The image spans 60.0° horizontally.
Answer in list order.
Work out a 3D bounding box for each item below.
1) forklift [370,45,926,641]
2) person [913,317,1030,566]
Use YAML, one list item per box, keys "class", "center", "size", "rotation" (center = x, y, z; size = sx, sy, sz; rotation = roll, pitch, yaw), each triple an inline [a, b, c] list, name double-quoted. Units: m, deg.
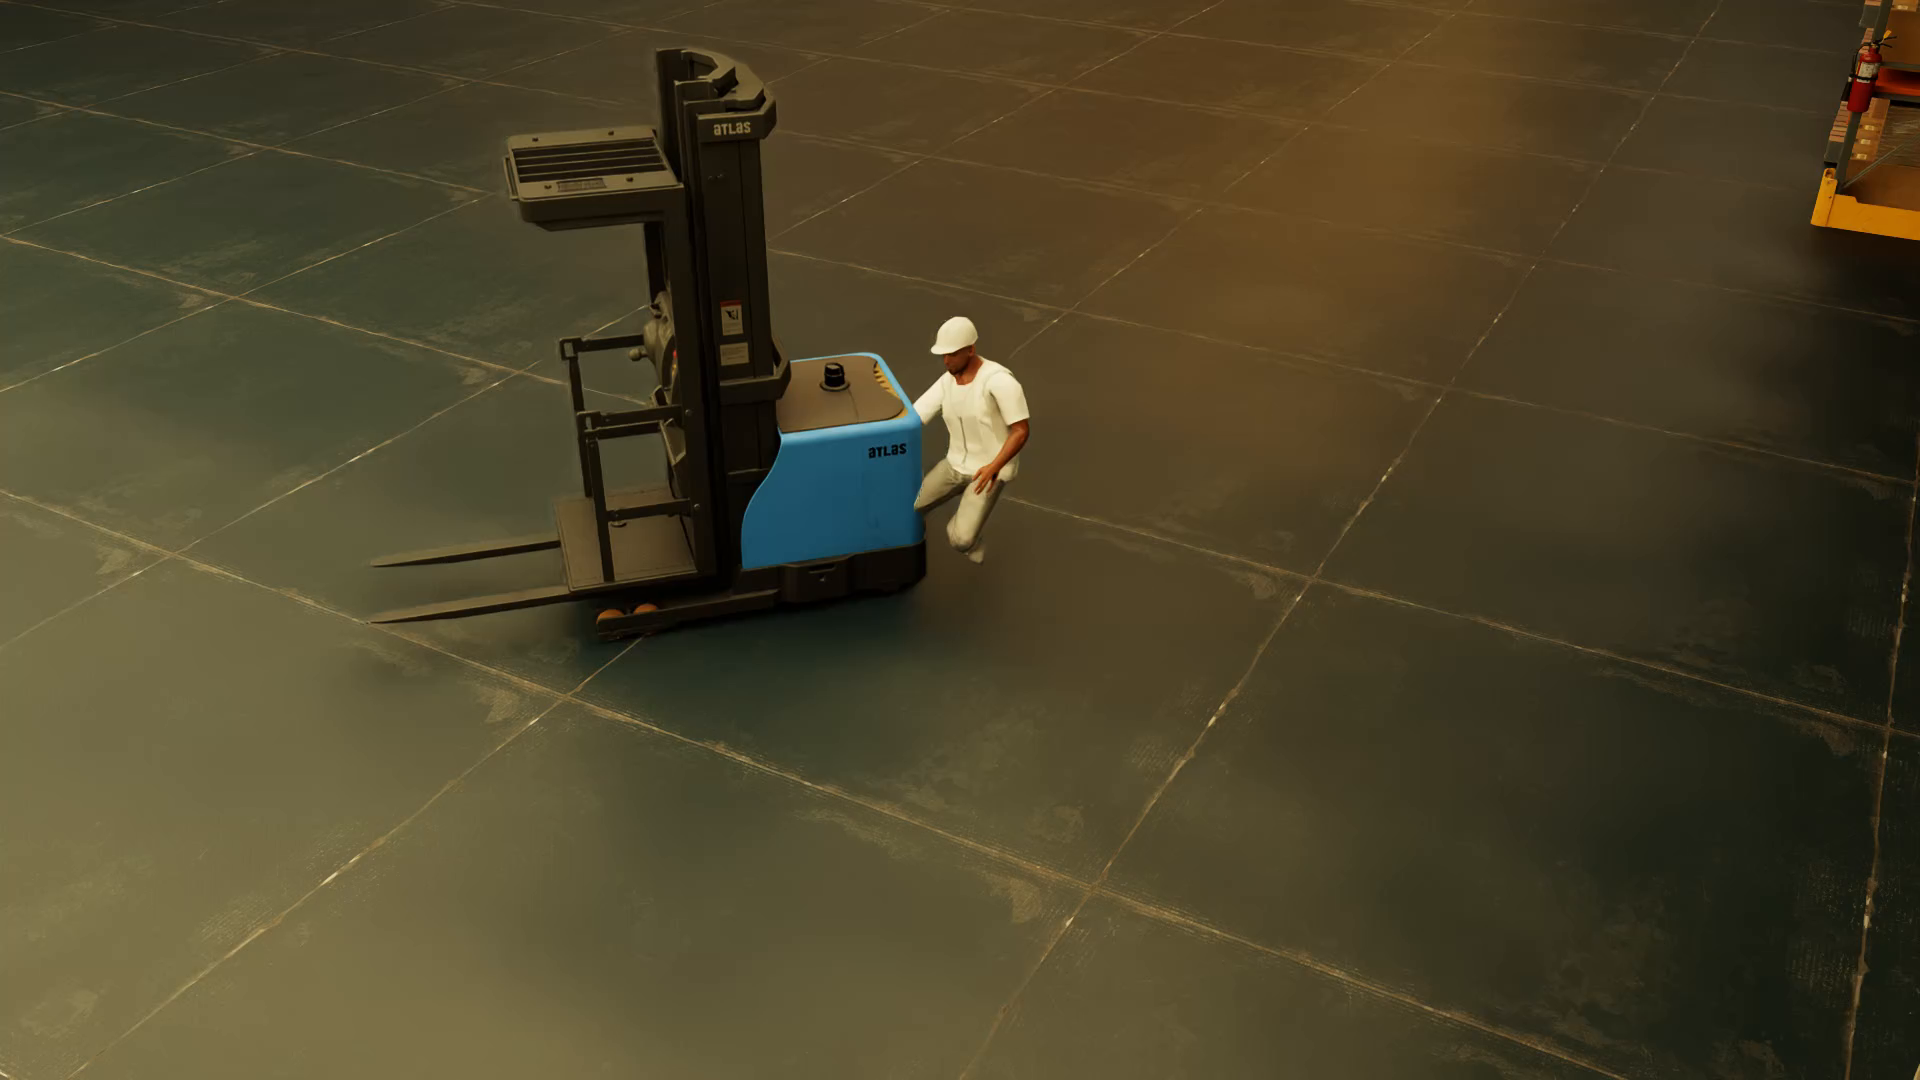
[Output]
- class: "forklift"
  center: [-1.768, -1.017, 8.833]
  size: [3.031, 2.935, 1.130]
  rotation: [-9, 31, -14]
- class: "person"
  center: [-0.087, -0.397, 9.097]
  size: [0.813, 1.609, 0.751]
  rotation: [26, 39, 37]
